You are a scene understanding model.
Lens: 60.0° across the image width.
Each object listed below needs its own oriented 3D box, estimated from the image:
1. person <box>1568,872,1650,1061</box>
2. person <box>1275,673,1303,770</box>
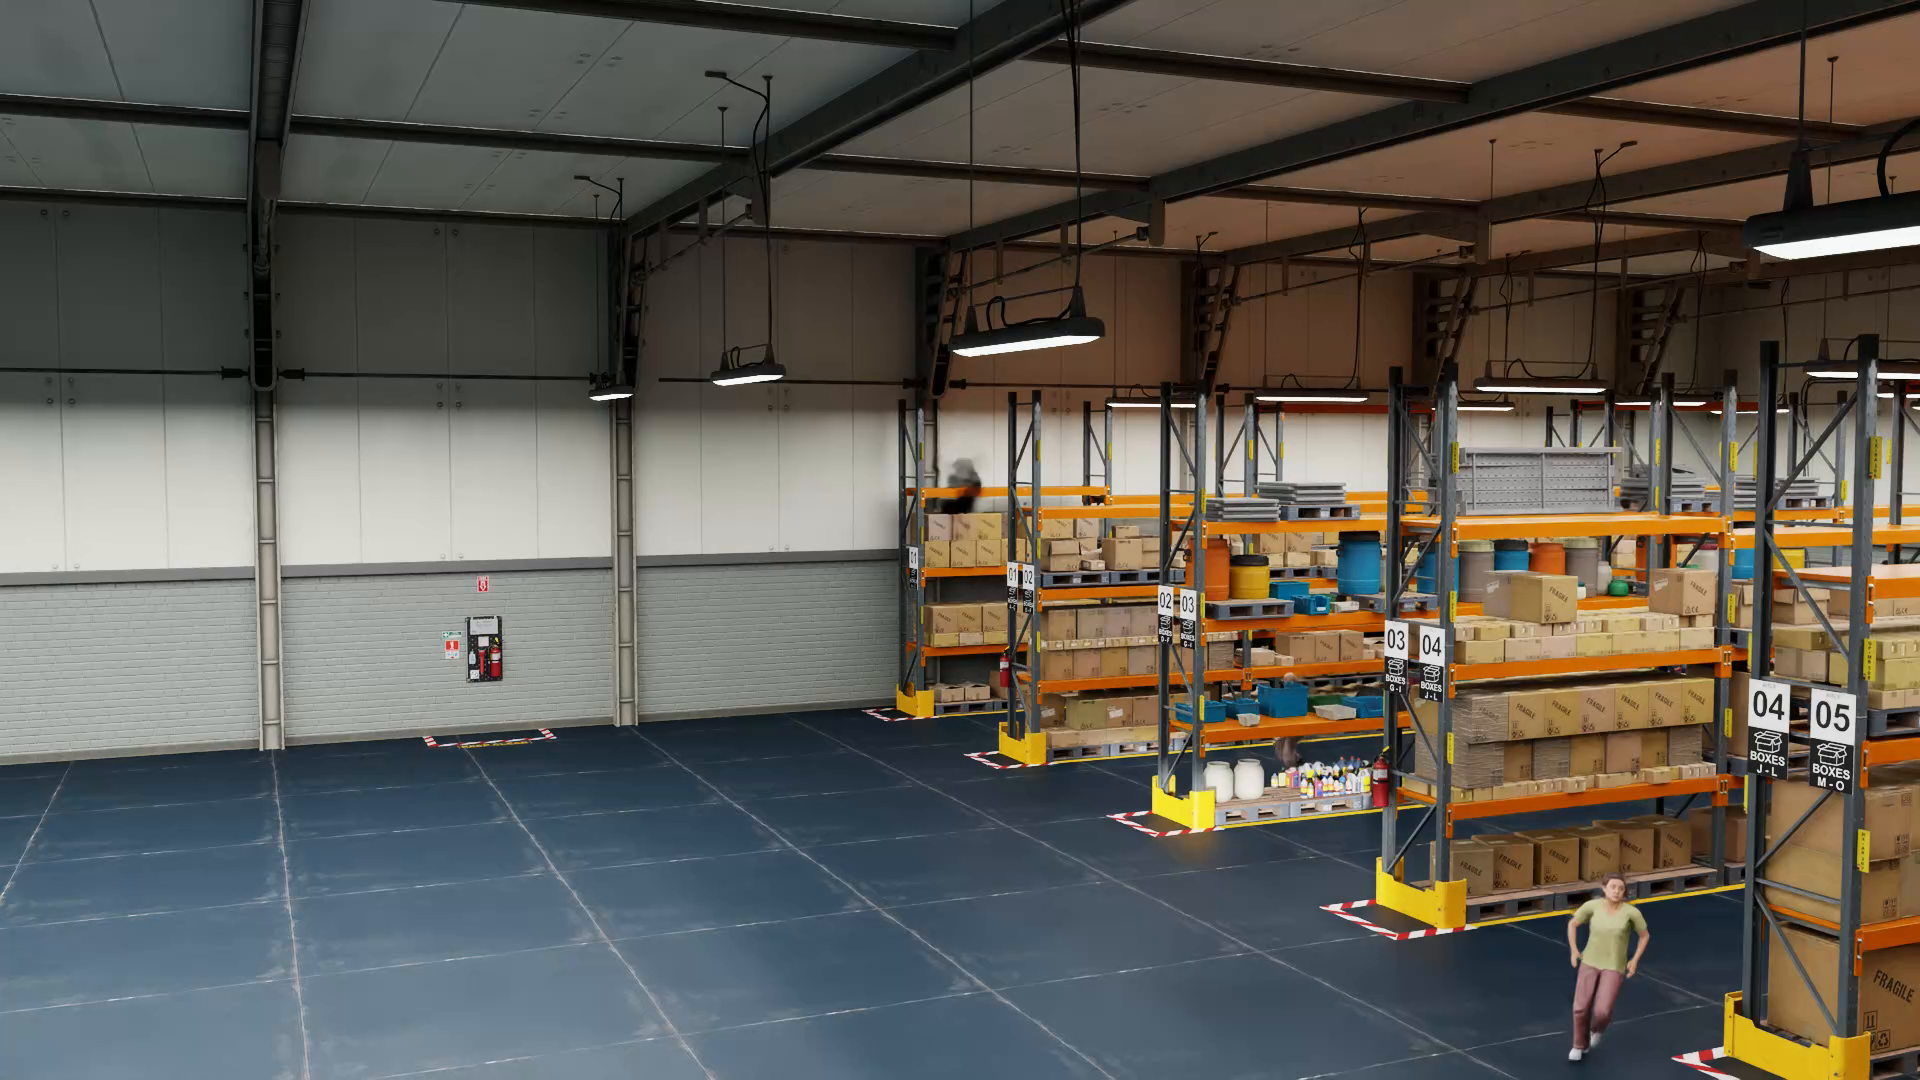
[{"bbox_3d":[5.367,3.554,13.822,0.631,1.615,0.528,2,4,30],"label":"person"},{"bbox_3d":[5.027,2.854,25.201,0.627,1.692,0.656,-2,4,-25],"label":"person"}]
